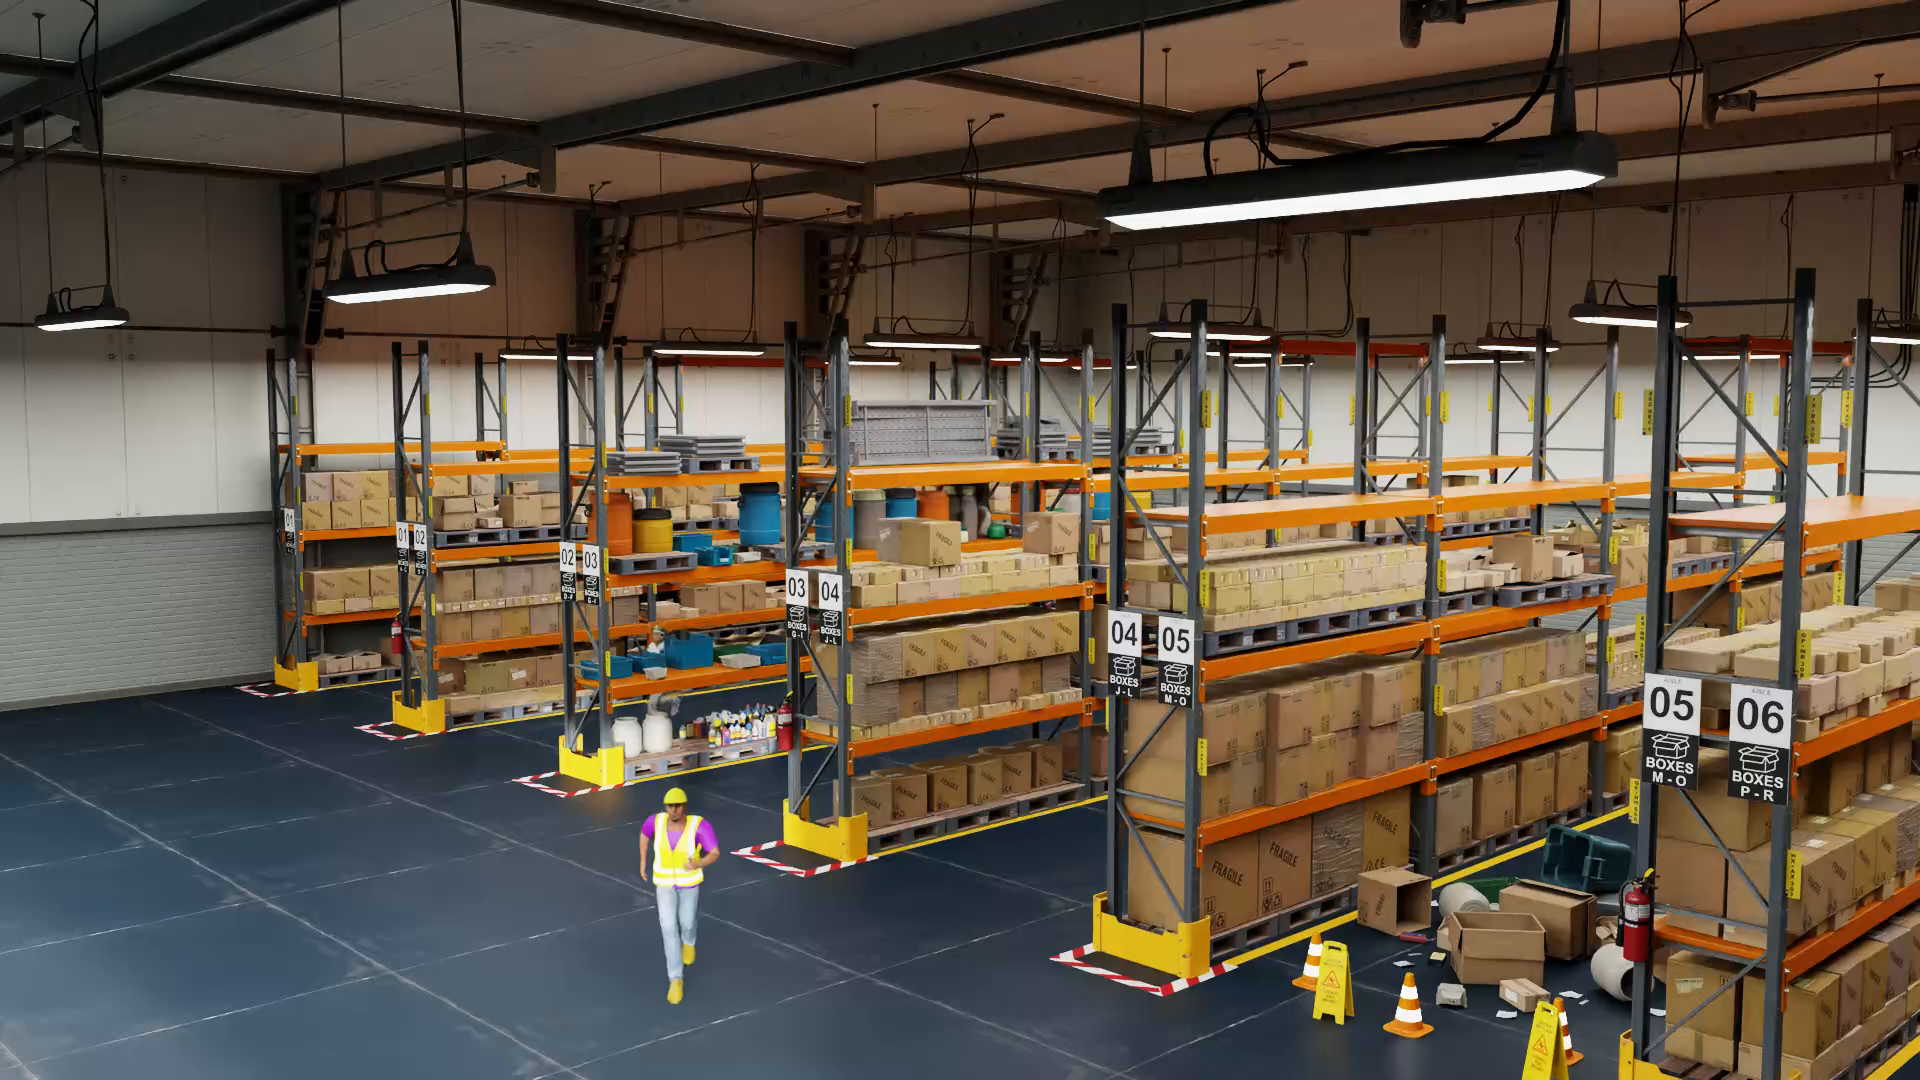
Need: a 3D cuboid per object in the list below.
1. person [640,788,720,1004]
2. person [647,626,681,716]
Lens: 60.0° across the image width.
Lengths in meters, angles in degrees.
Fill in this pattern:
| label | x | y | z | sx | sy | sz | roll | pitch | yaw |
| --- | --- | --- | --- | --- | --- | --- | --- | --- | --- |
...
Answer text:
| label | x | y | z | sx | sy | sz | roll | pitch | yaw |
| --- | --- | --- | --- | --- | --- | --- | --- | --- | --- |
| person | -2.463 | 3.026 | 14.589 | 0.729 | 1.782 | 1.017 | 0 | 5 | -2 |
| person | -4.610 | 2.148 | 25.579 | 0.595 | 1.686 | 0.976 | 3 | 6 | 34 |
